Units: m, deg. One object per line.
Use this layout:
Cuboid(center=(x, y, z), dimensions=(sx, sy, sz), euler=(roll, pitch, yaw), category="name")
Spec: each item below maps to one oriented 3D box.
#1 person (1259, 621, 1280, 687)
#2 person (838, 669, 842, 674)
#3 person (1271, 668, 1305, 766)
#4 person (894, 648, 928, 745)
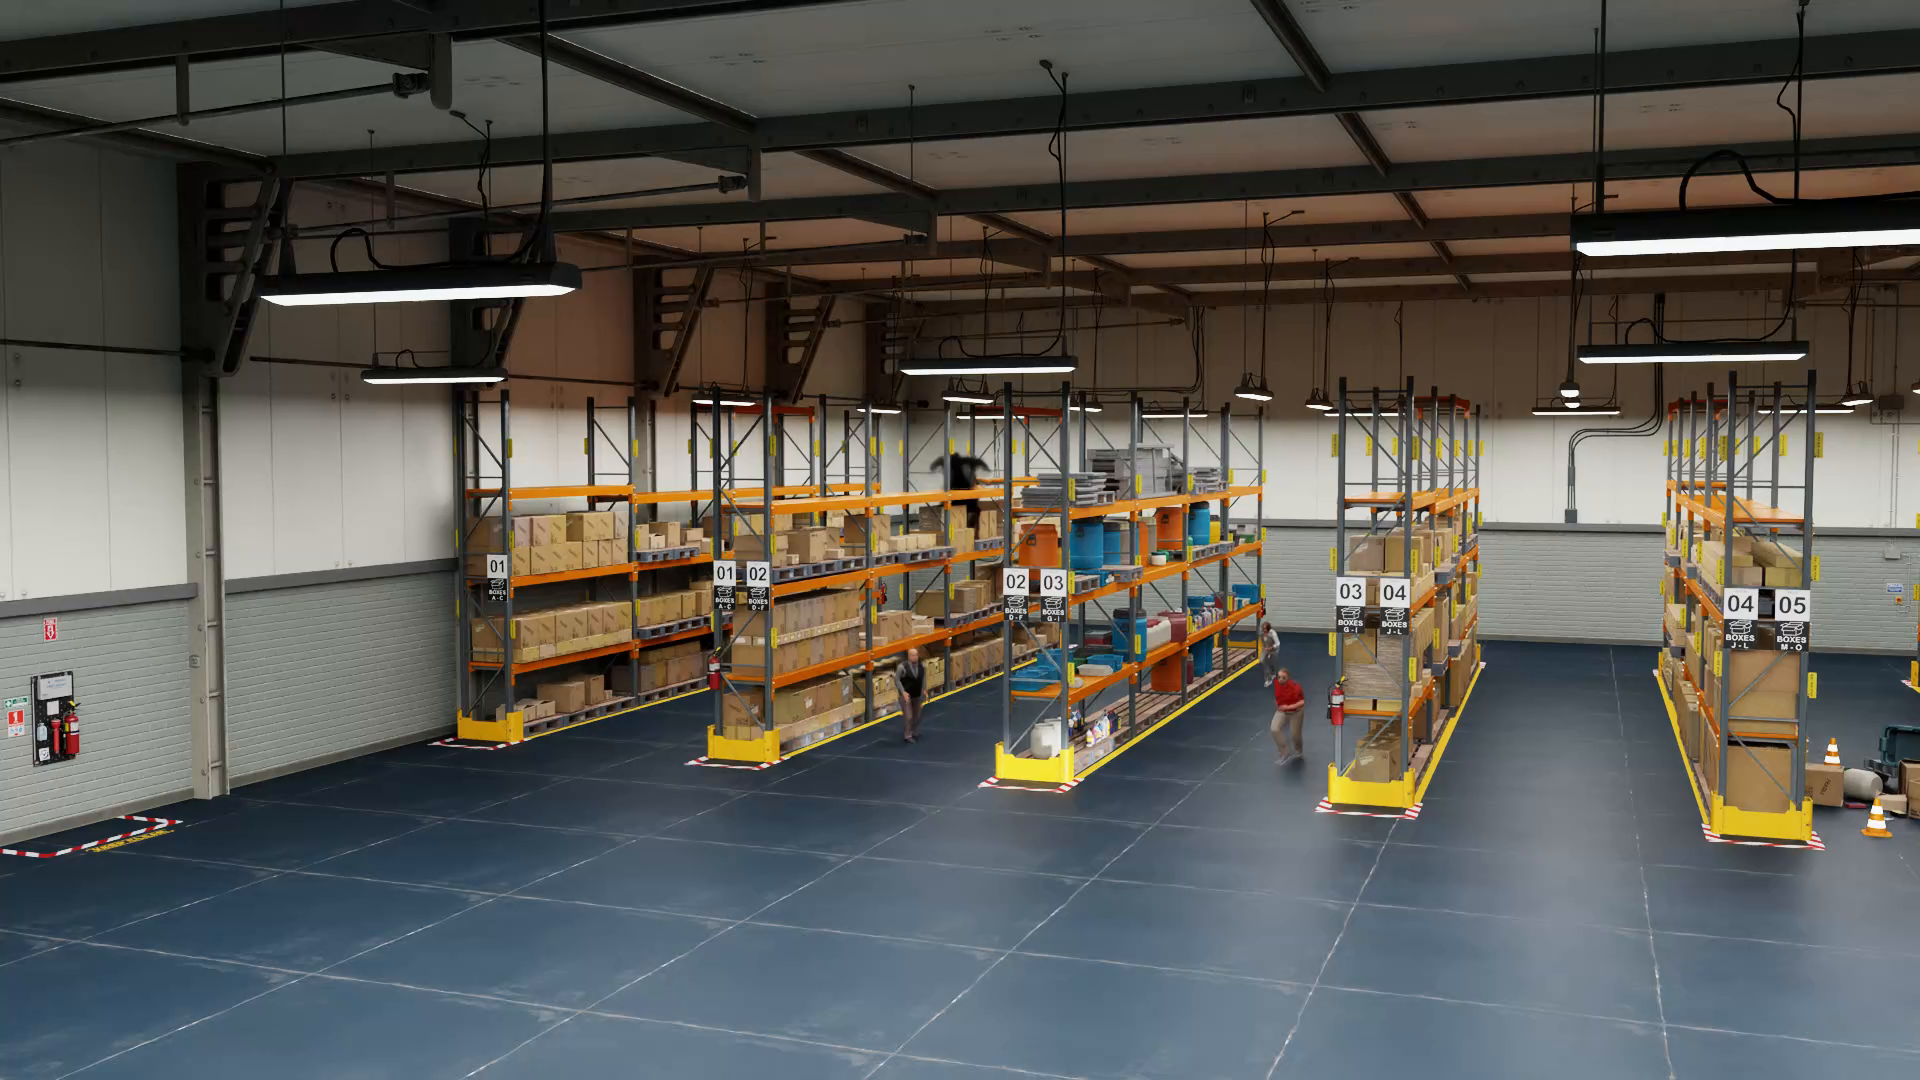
Cuboid(center=(6.586, 2.383, 35.172), dimensions=(0.519, 1.411, 1.043), euler=(2, 4, 29), category="person")
Cuboid(center=(-2.673, 2.171, 35.963), dimensions=(0.682, 1.730, 0.712), euler=(0, 3, 7), category="person")
Cuboid(center=(5.234, 2.763, 26.337), dimensions=(0.670, 1.558, 1.120), euler=(2, 4, 35), category="person")
Cuboid(center=(-0.872, 2.633, 28.195), dimensions=(0.642, 1.660, 0.769), euler=(-2, 4, -29), category="person")
